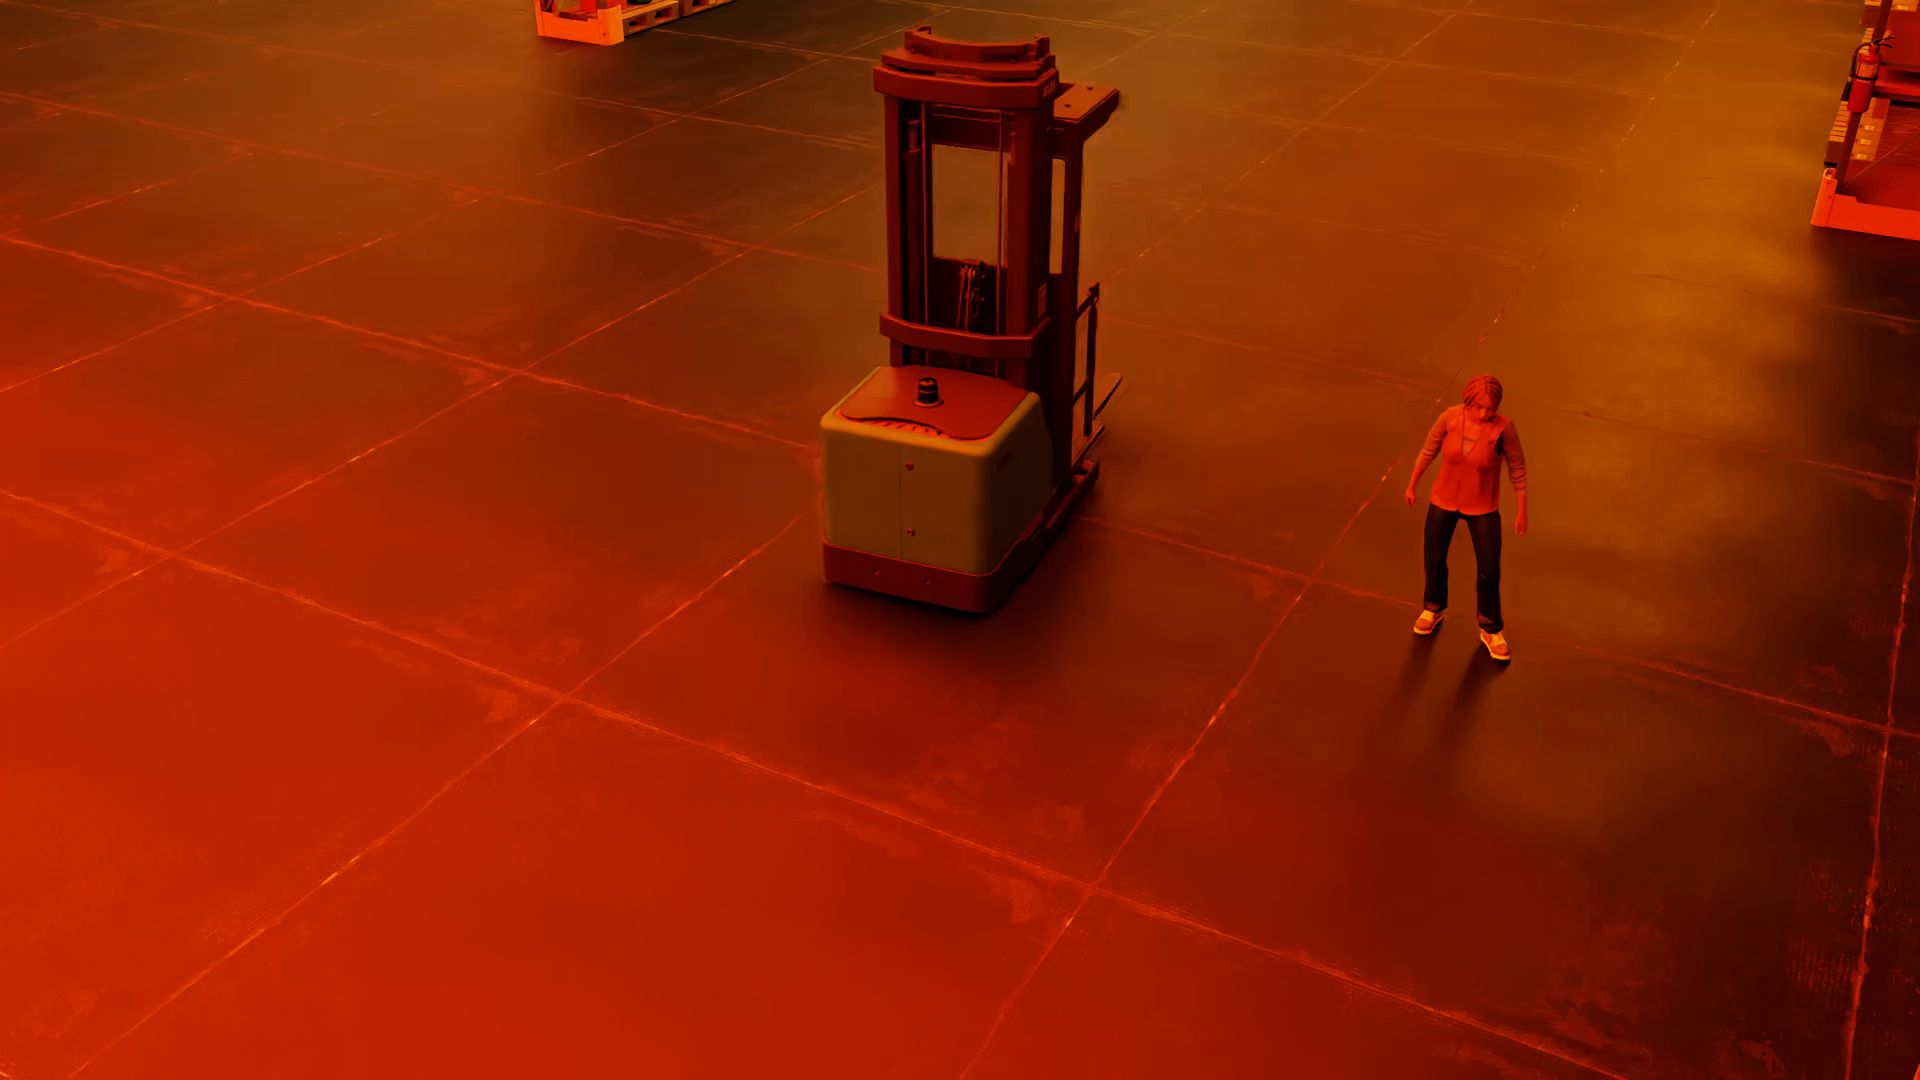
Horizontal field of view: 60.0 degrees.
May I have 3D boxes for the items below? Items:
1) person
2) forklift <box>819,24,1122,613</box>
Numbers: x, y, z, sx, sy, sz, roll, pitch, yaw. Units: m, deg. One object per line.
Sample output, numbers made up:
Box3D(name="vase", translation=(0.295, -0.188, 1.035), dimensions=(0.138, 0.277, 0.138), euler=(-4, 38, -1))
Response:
Box3D(name="person", translation=(2.675, -0.163, 8.727), dimensions=(0.707, 1.566, 0.361), euler=(14, 33, 23))
Box3D(name="forklift", translation=(0.244, -1.588, 9.822), dimensions=(1.130, 2.935, 3.031), euler=(11, 32, 19))
